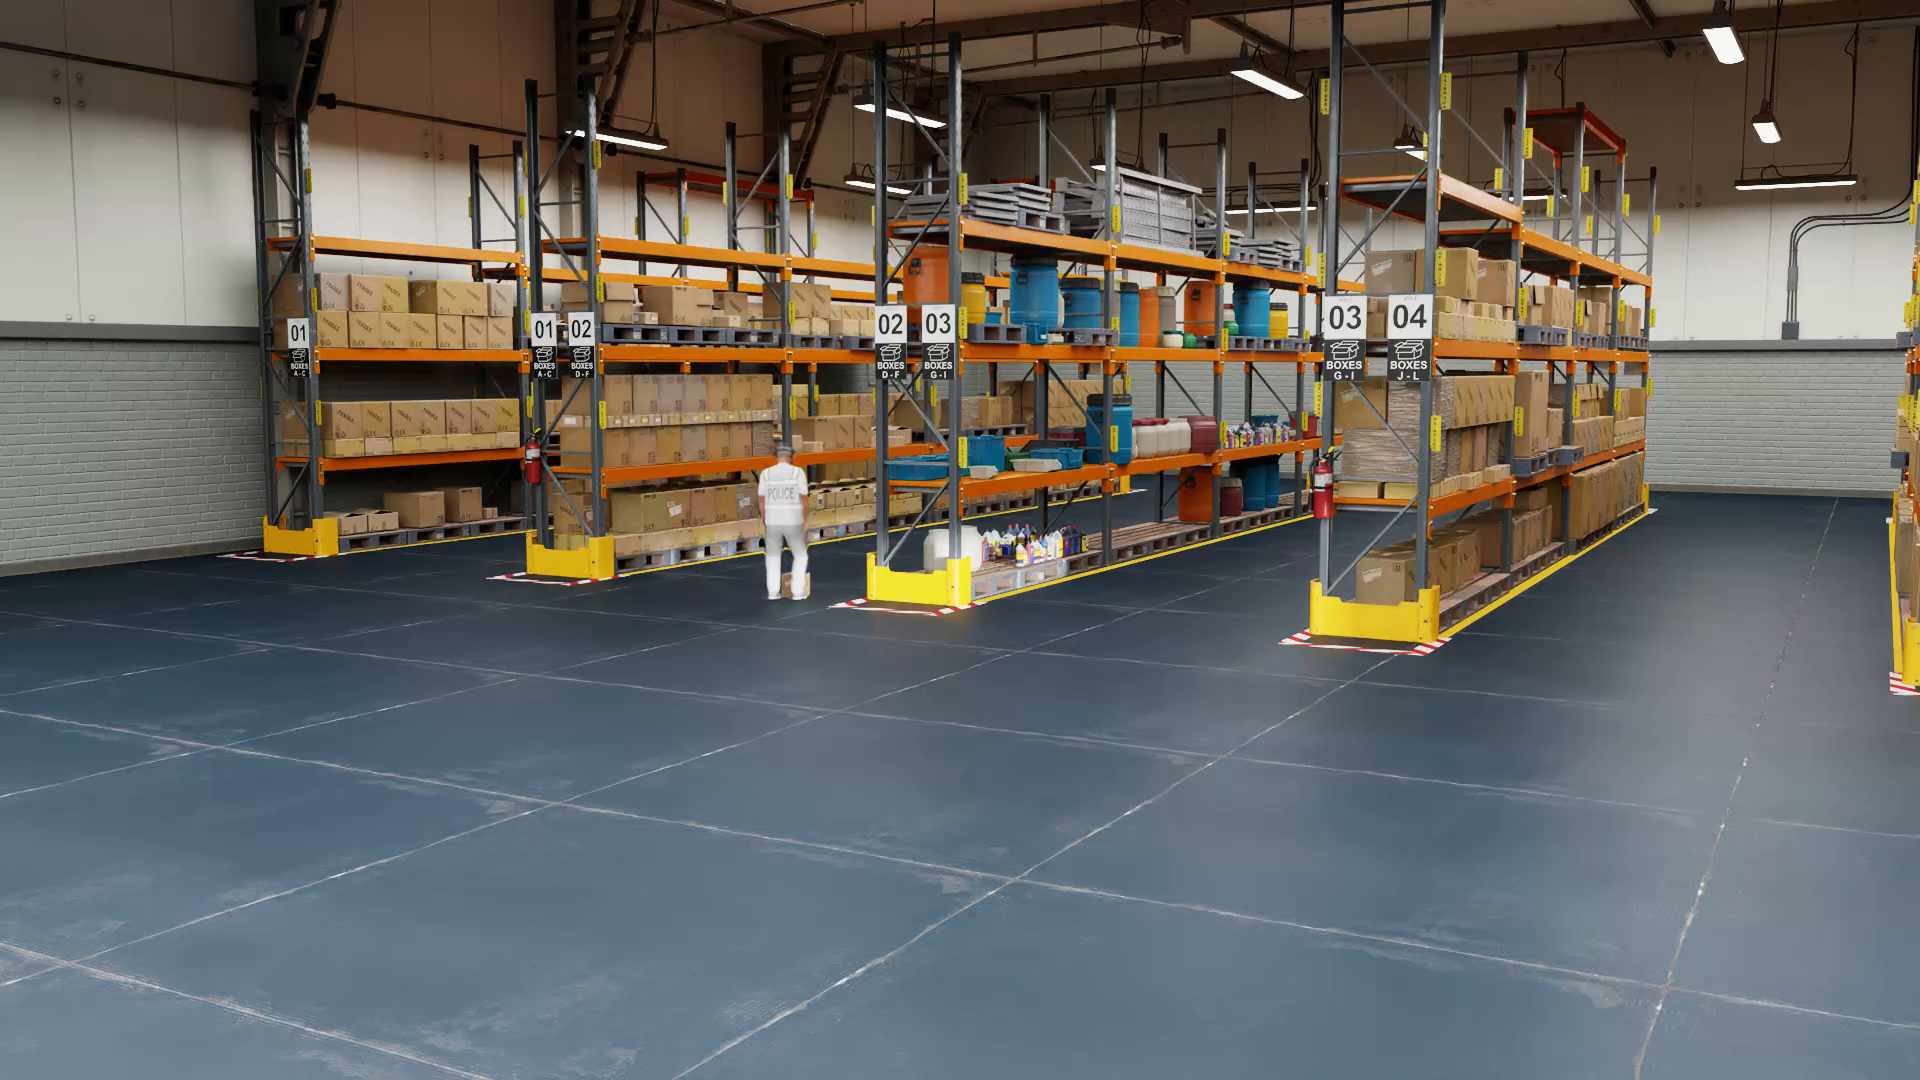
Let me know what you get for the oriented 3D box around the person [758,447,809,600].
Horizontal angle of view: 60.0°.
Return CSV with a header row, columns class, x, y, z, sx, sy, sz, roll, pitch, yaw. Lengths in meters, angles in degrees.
class,x,y,z,sx,sy,sz,roll,pitch,yaw
person,-1.937,-0.178,18.245,0.564,1.678,0.539,1,6,7
